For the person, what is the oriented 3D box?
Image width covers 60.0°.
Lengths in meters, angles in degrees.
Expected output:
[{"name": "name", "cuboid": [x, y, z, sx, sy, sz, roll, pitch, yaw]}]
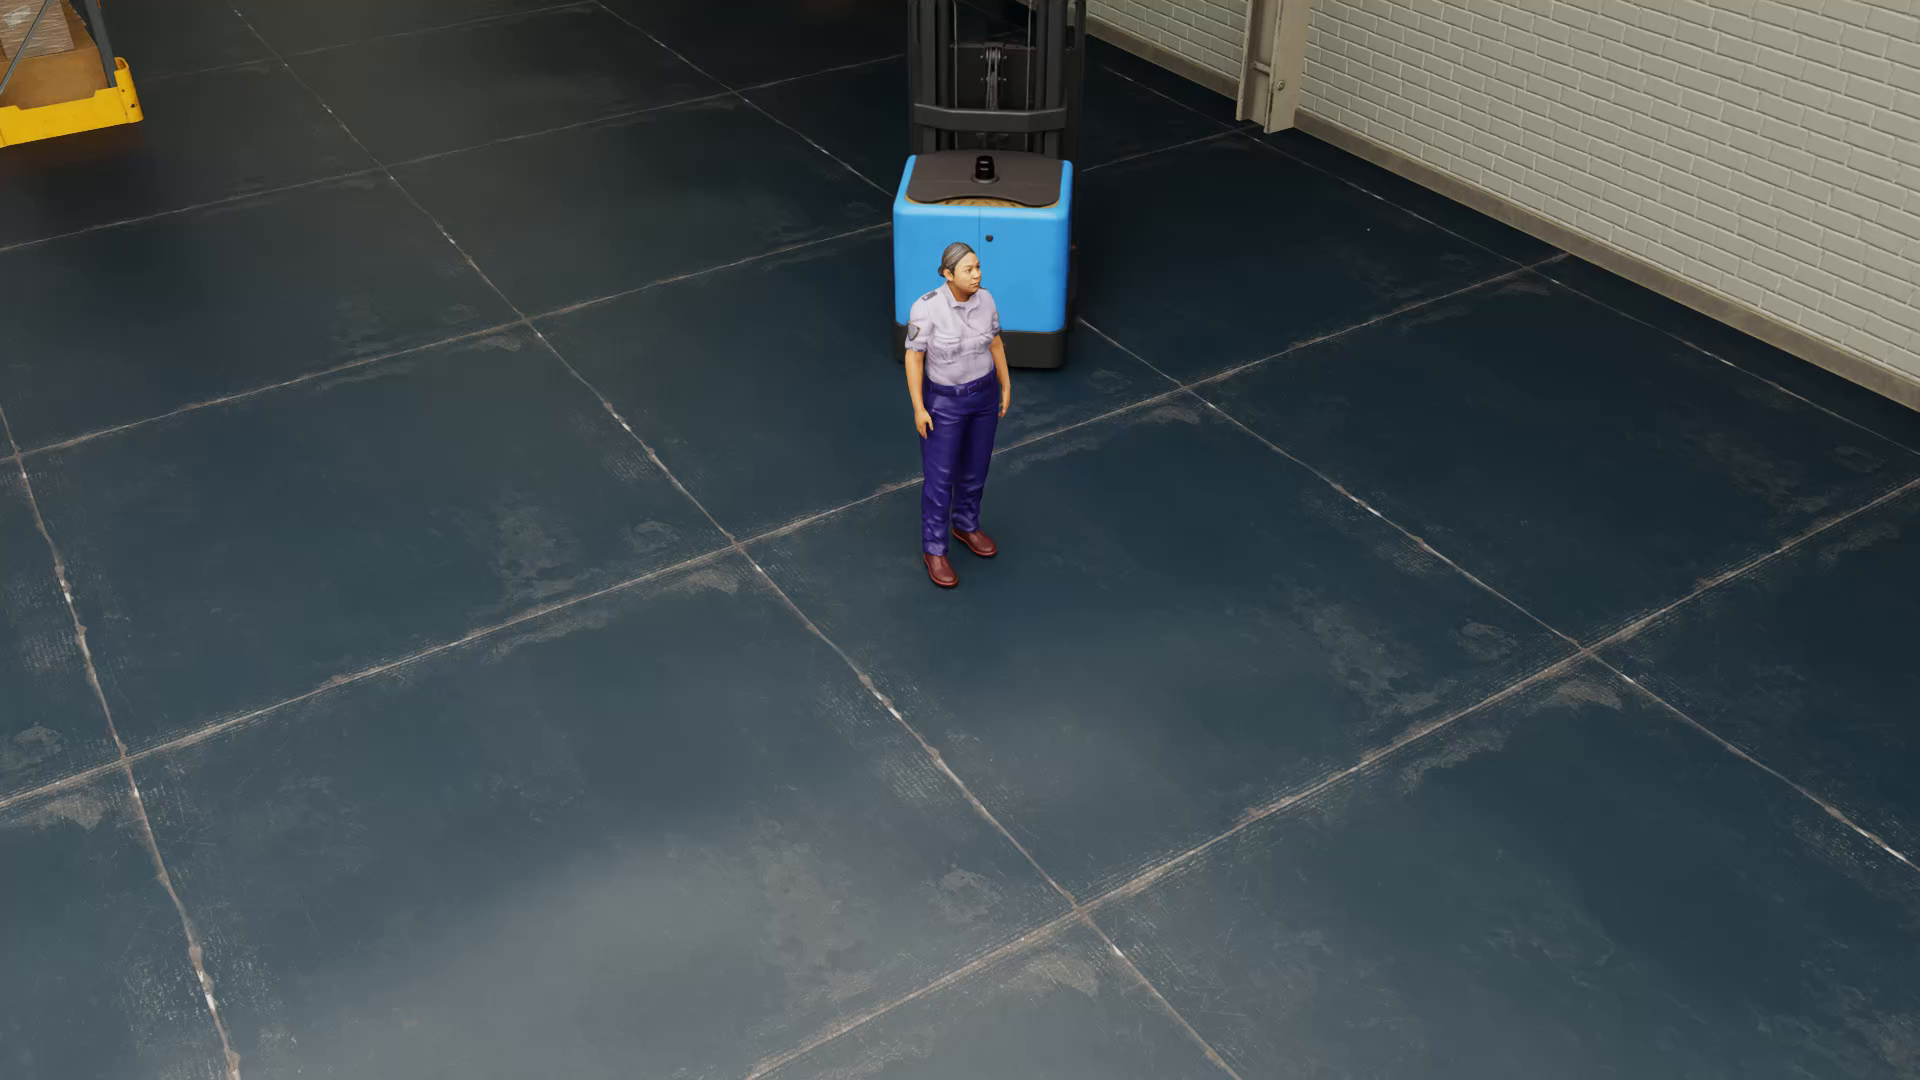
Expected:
[{"name": "person", "cuboid": [0.031, -0.629, 8.147, 0.599, 1.650, 0.501, -21, 40, -27]}]

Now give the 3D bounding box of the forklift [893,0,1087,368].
[{"name": "forklift", "cuboid": [0.246, -3.067, 10.513, 1.130, 2.935, 3.031, 3, 35, 4]}]
